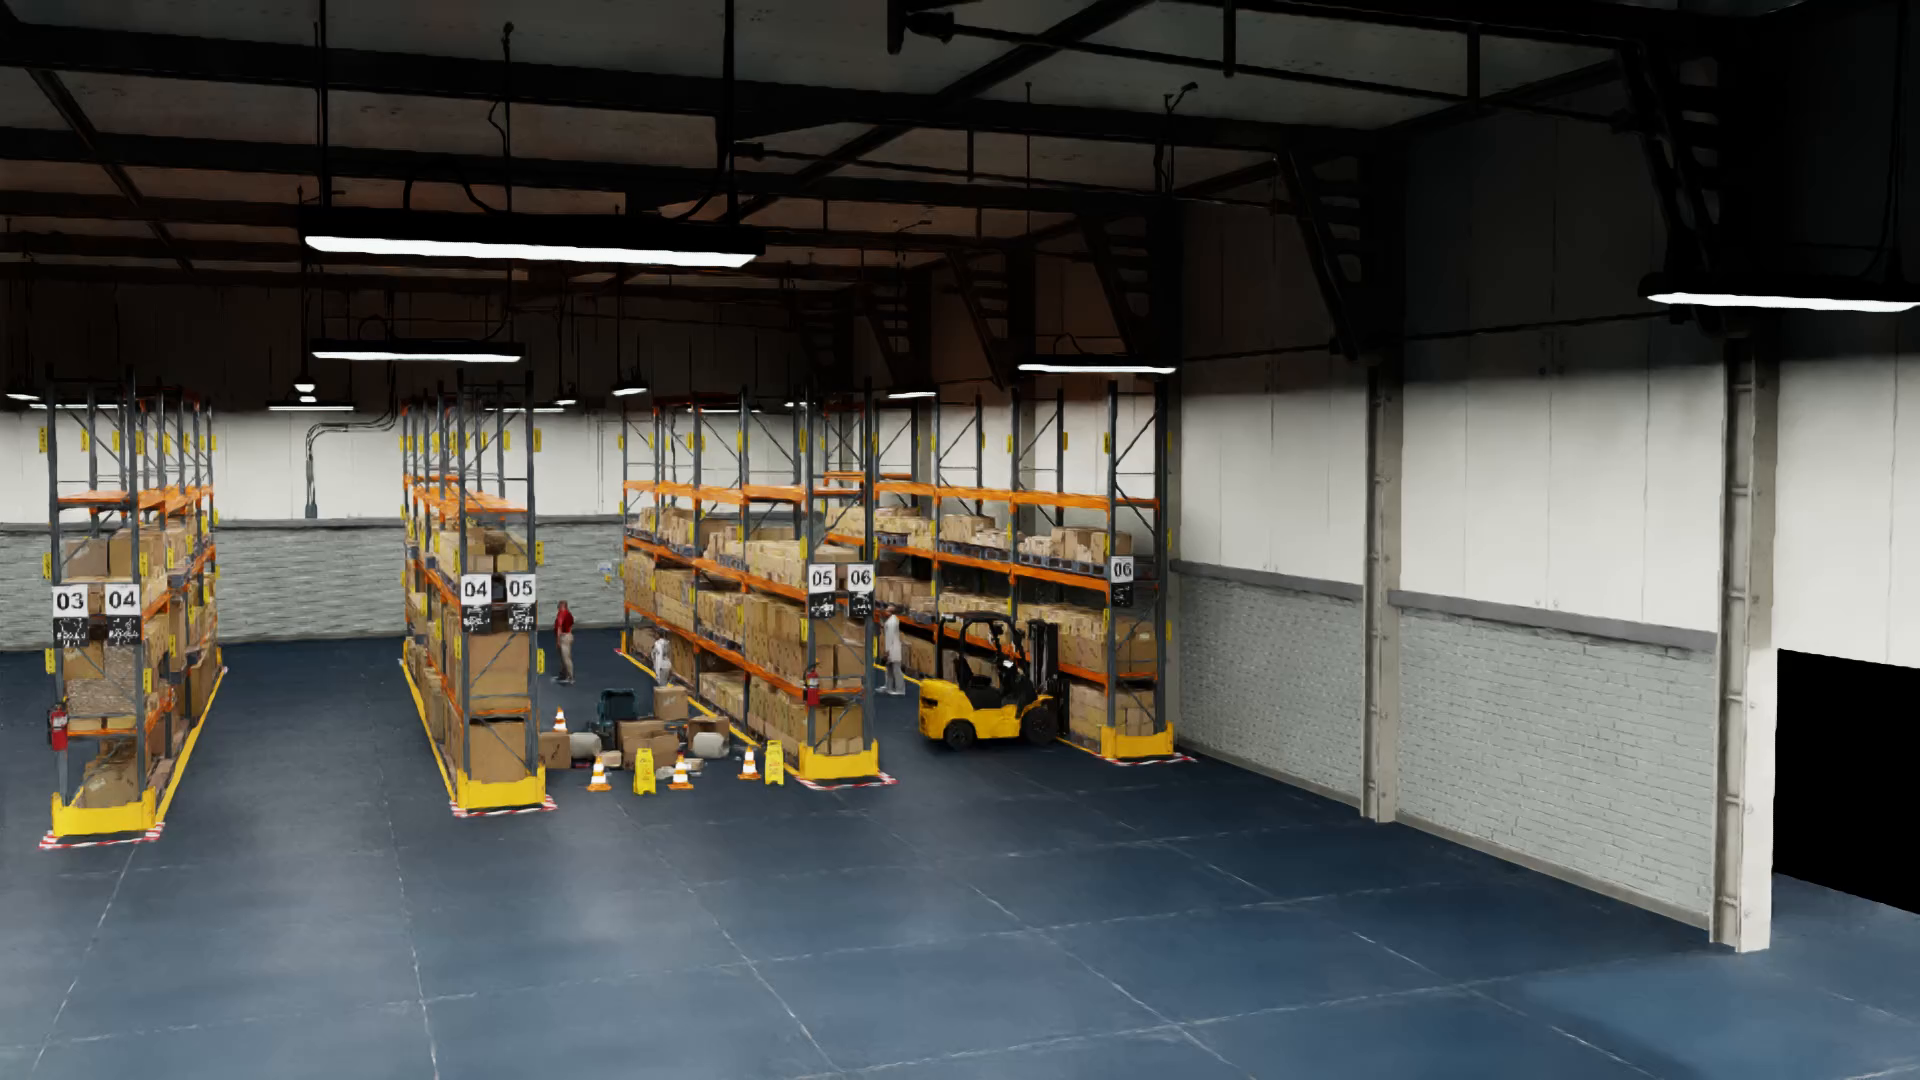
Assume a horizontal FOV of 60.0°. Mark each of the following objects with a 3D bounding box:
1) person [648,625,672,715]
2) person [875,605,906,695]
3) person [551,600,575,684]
[{"bbox_3d":[-5.464,2.389,30.203,0.459,1.676,0.524,0,3,8],"label":"person"},{"bbox_3d":[-1.386,2.166,33.024,0.647,1.773,0.687,0,3,3],"label":"person"},{"bbox_3d":[-8.284,2.102,34.642,0.586,1.720,0.662,0,3,5],"label":"person"}]
